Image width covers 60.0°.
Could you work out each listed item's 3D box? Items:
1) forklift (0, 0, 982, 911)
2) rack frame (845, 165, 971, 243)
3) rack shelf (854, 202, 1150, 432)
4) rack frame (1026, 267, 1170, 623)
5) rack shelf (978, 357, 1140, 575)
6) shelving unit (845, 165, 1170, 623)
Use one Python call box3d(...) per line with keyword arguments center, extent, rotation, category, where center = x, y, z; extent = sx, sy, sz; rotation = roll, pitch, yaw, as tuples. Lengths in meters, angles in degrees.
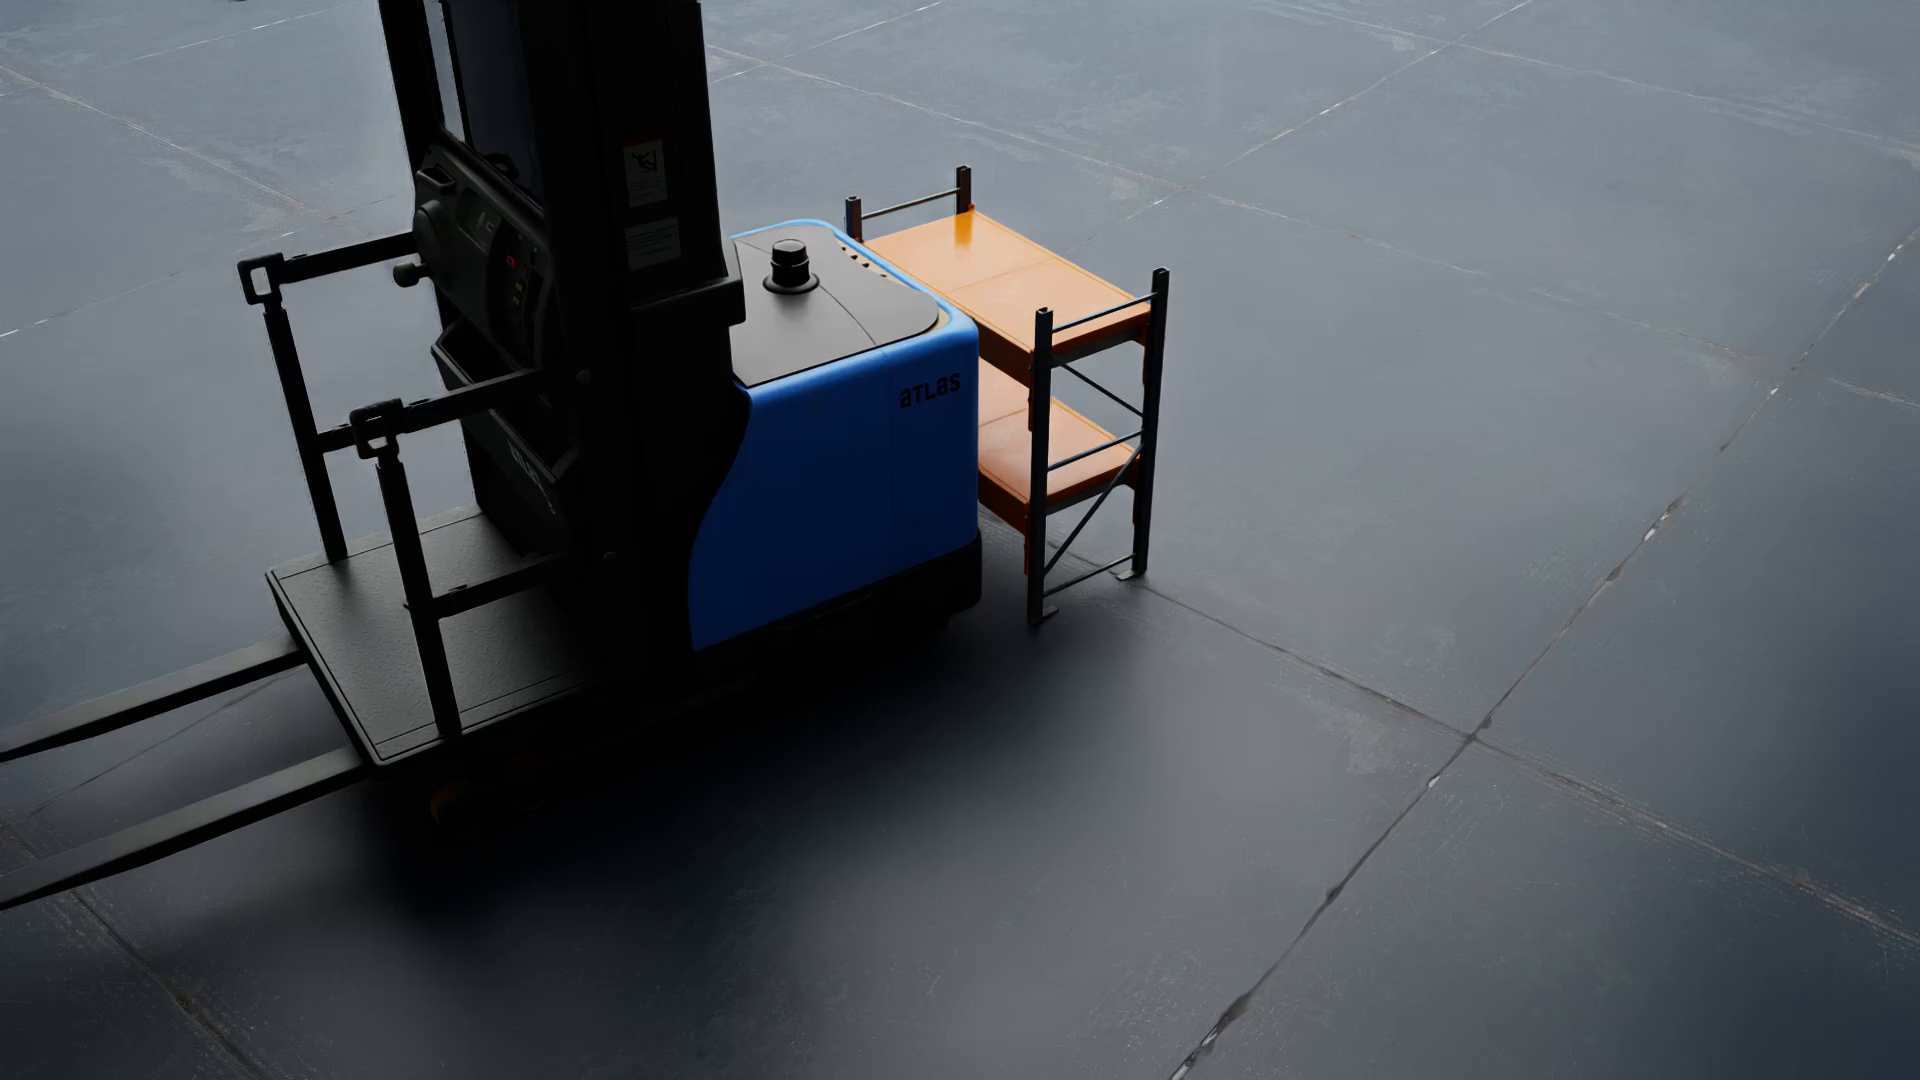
box3d(center=(-1.435, -0.721, 4.315), extent=(3.031, 2.935, 1.130), rotation=(-21, 40, -28), category="forklift")
box3d(center=(-0.171, -0.747, 5.949), extent=(0.500, 1.125, 0.032), rotation=(-23, 40, -29), category="rack frame")
box3d(center=(0.129, -0.756, 5.445), extent=(0.538, 0.278, 1.000), rotation=(-23, 40, -29), category="rack shelf")
box3d(center=(0.430, -0.283, 5.273), extent=(0.500, 1.125, 0.032), rotation=(-23, 40, -29), category="rack frame")
box3d(center=(0.129, -0.313, 5.749), extent=(0.538, 0.278, 1.000), rotation=(-23, 40, -29), category="rack shelf")
box3d(center=(0.129, -0.515, 5.611), extent=(0.538, 1.125, 1.048), rotation=(-23, 40, -29), category="shelving unit")
